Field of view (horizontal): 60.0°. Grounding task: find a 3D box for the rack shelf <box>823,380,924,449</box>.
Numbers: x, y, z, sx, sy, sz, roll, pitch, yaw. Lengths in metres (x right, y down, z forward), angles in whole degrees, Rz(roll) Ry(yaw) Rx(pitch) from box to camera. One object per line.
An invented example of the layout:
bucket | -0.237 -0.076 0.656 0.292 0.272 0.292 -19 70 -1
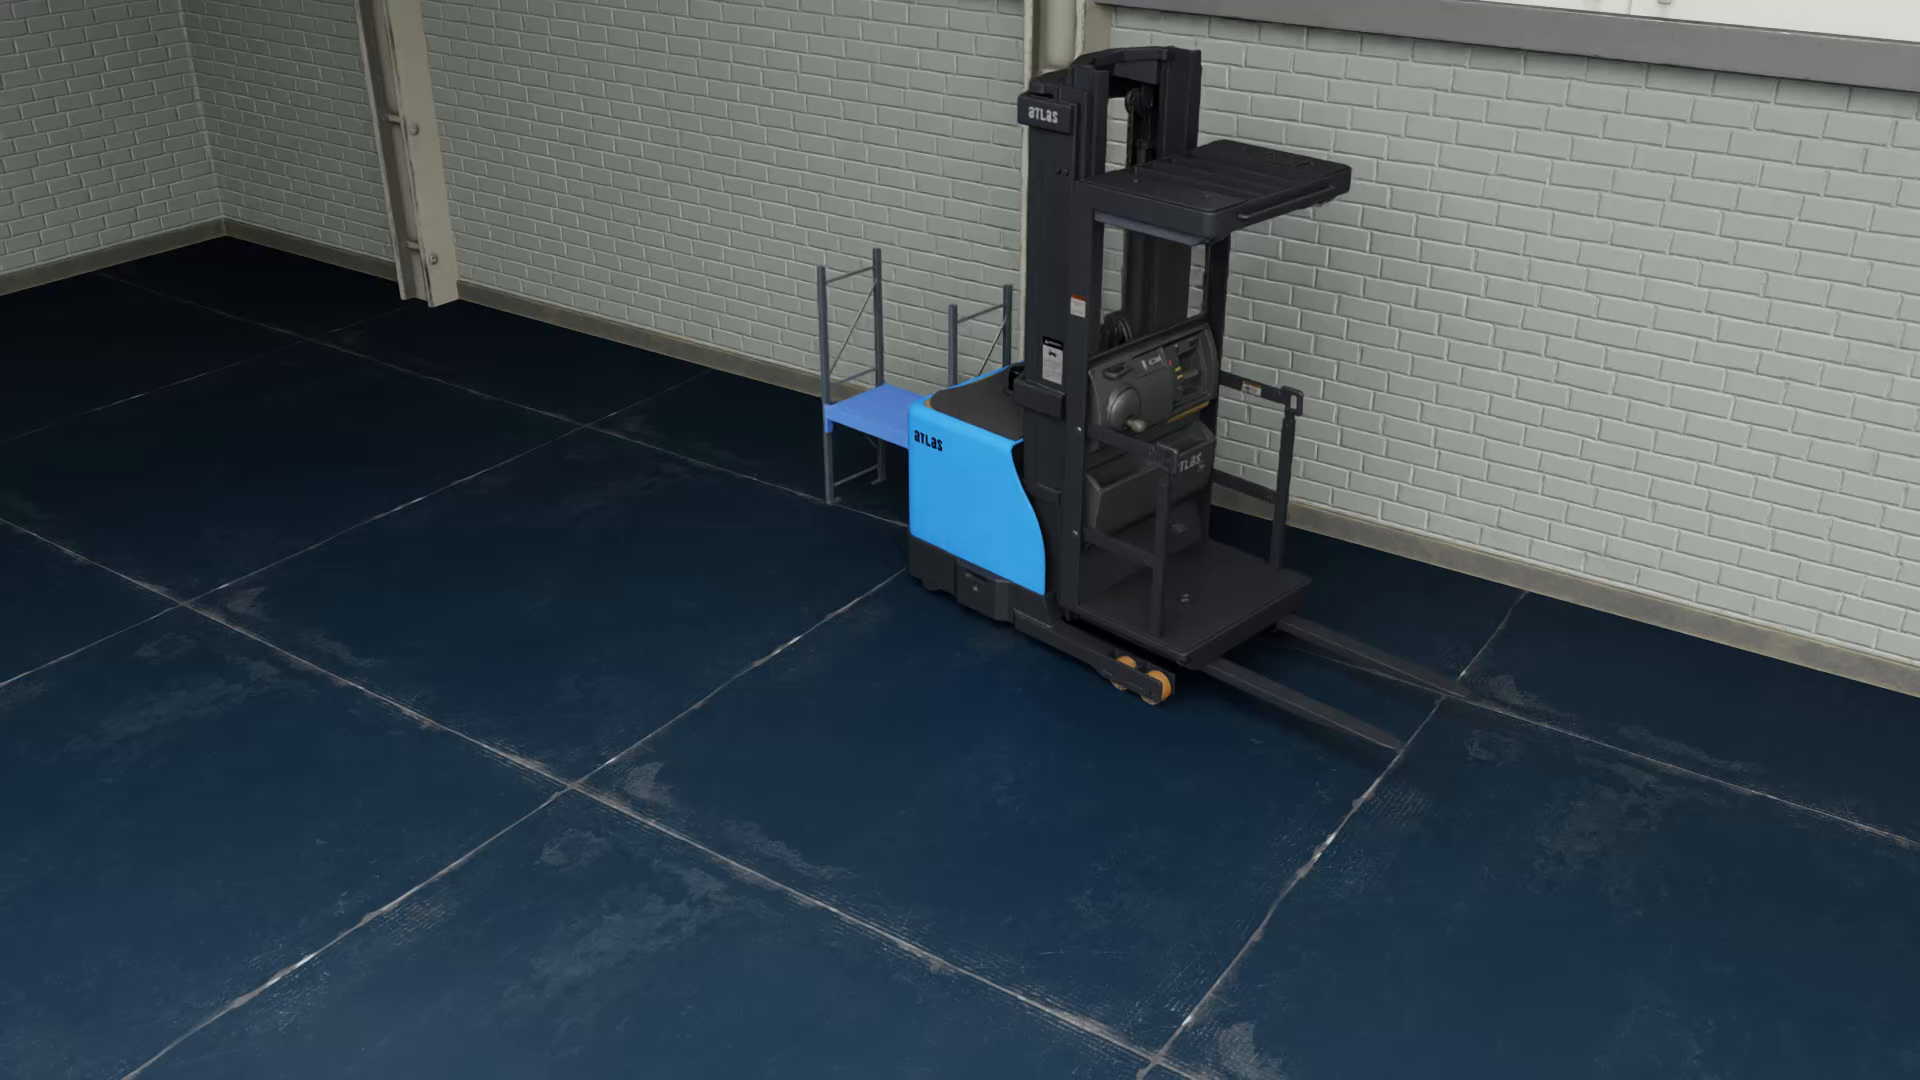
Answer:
rack shelf | -0.266 -0.661 9.792 1.000 0.185 0.538 22 34 36

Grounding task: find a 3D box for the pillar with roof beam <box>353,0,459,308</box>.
pillar with roof beam | -6.779 -4.386 8.447 0.400 9.000 9.100 17 32 30

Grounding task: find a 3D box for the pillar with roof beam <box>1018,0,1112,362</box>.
pillar with roof beam | -1.833 -2.846 5.420 0.400 9.000 9.100 17 32 30

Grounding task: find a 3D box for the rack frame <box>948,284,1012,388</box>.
rack frame | 0.113 -0.668 9.409 0.032 1.500 0.500 22 34 36

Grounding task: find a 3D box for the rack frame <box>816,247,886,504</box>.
rack frame | -0.644 -0.975 10.013 0.032 1.500 0.500 22 34 36

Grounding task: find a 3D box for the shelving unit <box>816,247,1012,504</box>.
shelving unit | -0.266 -0.822 9.711 1.048 1.500 0.538 22 34 36

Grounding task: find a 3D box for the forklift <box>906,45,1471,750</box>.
forklift | 1.106 -0.764 8.020 3.031 2.935 1.130 24 36 39
